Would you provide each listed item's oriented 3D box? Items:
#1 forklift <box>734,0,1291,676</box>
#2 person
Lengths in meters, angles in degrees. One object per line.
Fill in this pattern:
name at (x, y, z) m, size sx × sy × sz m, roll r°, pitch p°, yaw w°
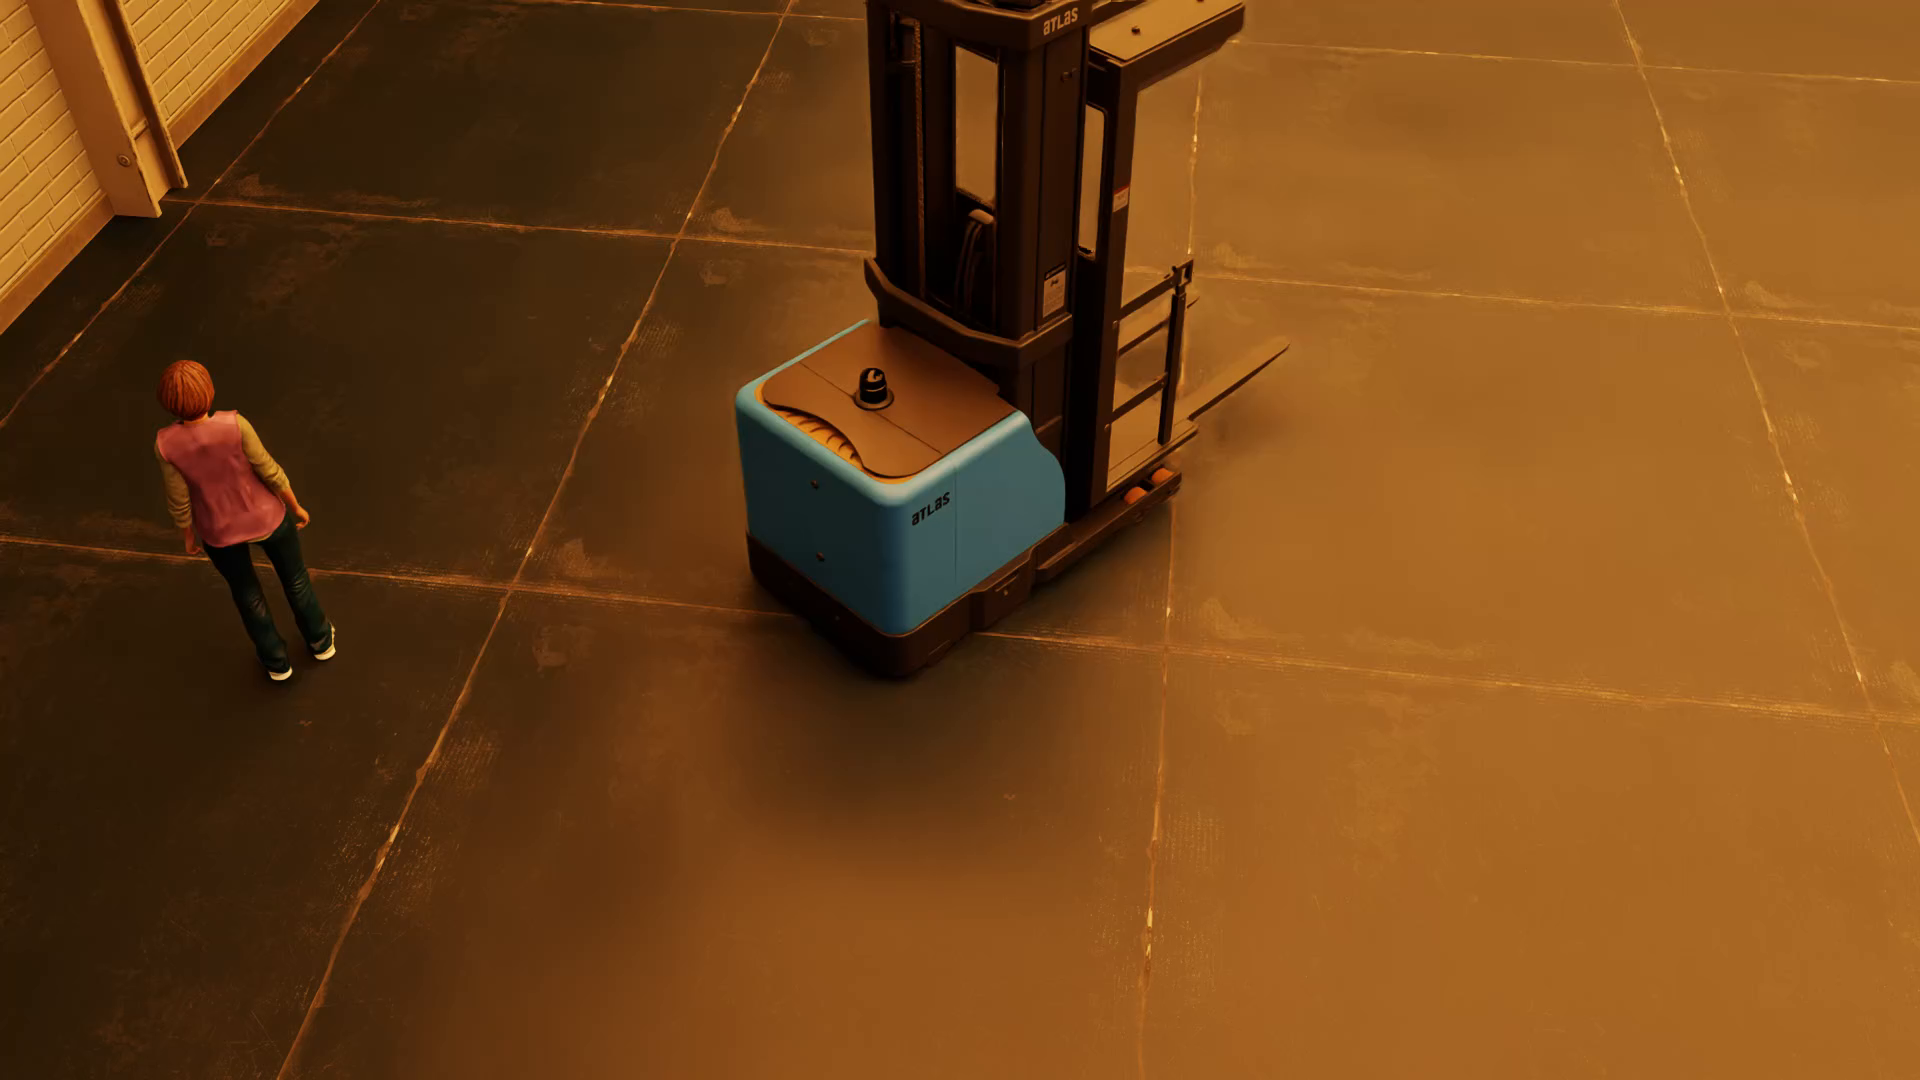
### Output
forklift at (0.427, -1.388, 7.236) m, size 1.130 × 2.935 × 3.031 m, roll 34°, pitch 52°, yaw 31°
person at (-2.926, -0.080, 6.797) m, size 0.485 × 1.601 × 0.345 m, roll -17°, pitch 45°, yaw -18°
